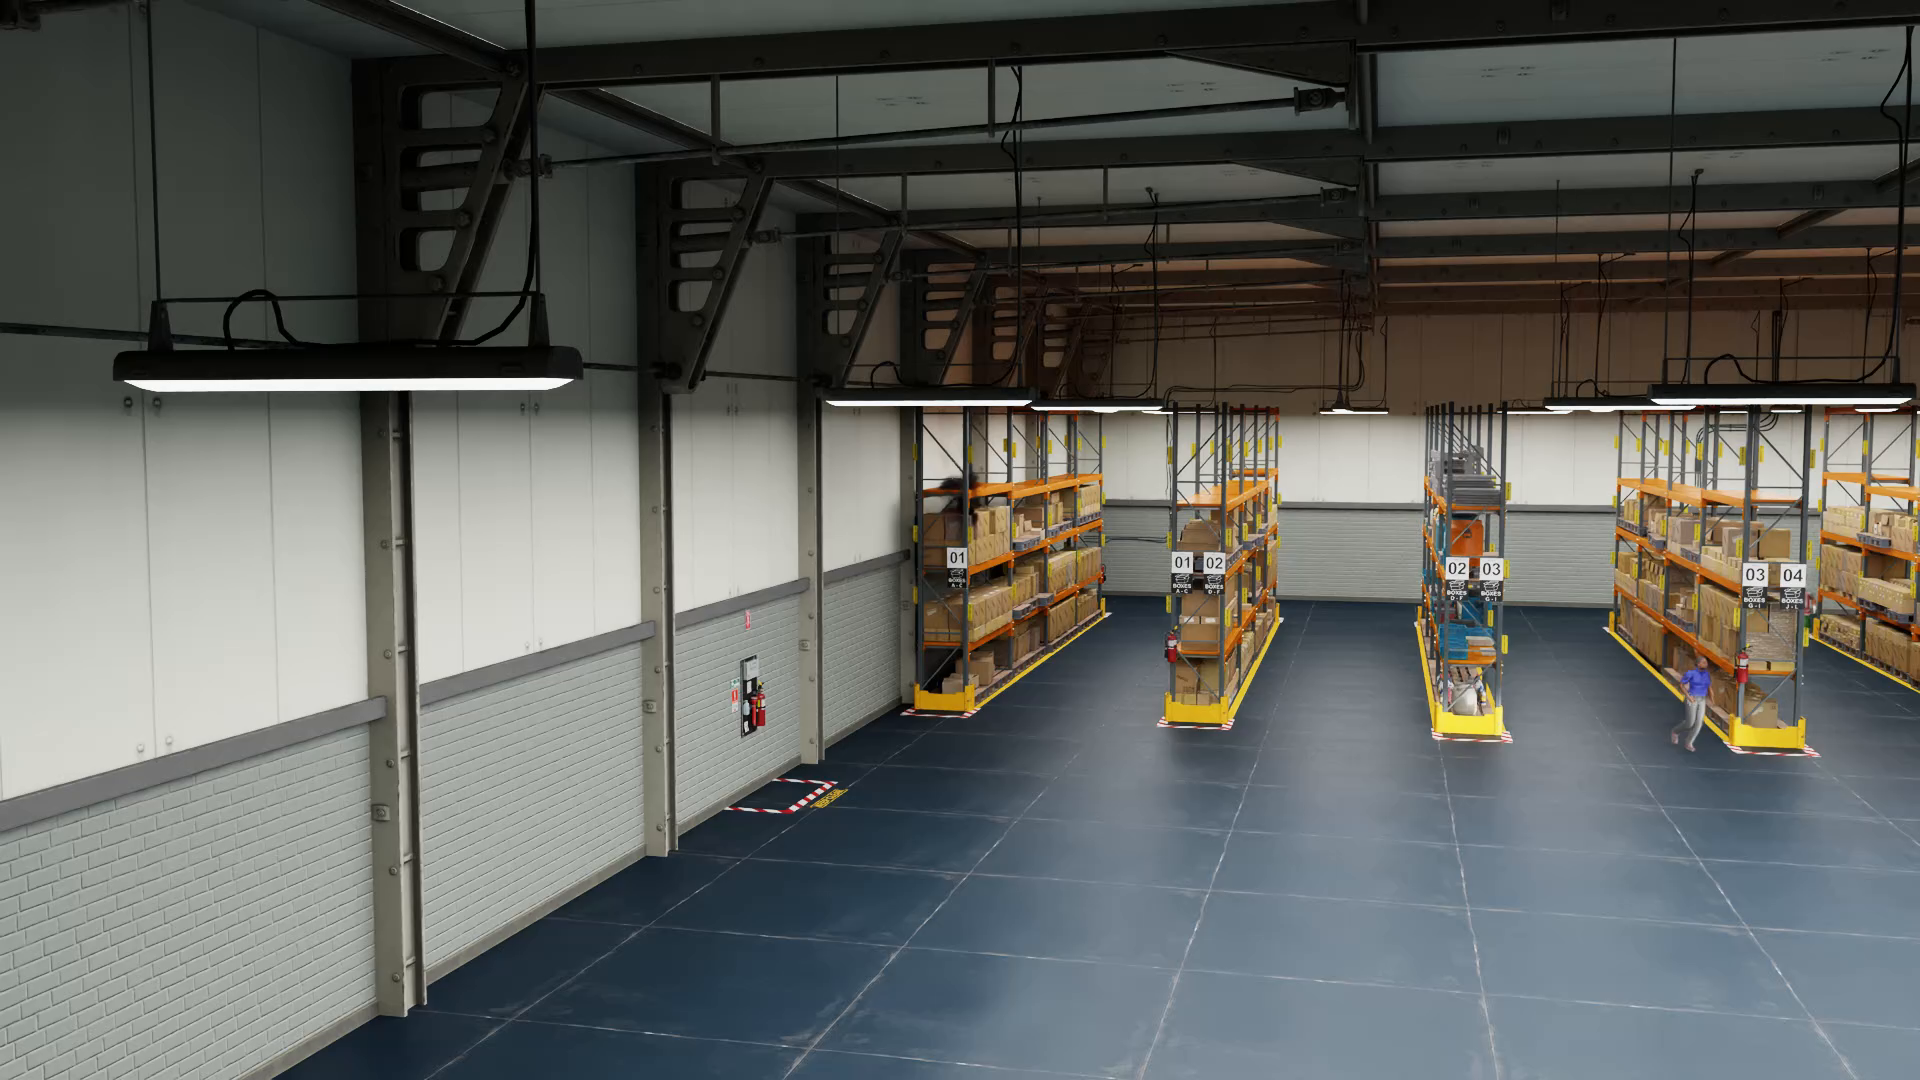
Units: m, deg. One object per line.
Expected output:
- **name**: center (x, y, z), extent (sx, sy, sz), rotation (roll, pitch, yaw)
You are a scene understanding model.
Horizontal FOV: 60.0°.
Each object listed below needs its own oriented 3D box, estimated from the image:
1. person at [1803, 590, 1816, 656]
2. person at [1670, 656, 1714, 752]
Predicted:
- **person**: center (20.340, 1.861, 40.244), extent (0.676, 1.833, 0.921), rotation (1, 4, 18)
- **person**: center (12.718, 2.805, 28.719), extent (0.643, 1.612, 0.572), rotation (-1, 4, -12)
